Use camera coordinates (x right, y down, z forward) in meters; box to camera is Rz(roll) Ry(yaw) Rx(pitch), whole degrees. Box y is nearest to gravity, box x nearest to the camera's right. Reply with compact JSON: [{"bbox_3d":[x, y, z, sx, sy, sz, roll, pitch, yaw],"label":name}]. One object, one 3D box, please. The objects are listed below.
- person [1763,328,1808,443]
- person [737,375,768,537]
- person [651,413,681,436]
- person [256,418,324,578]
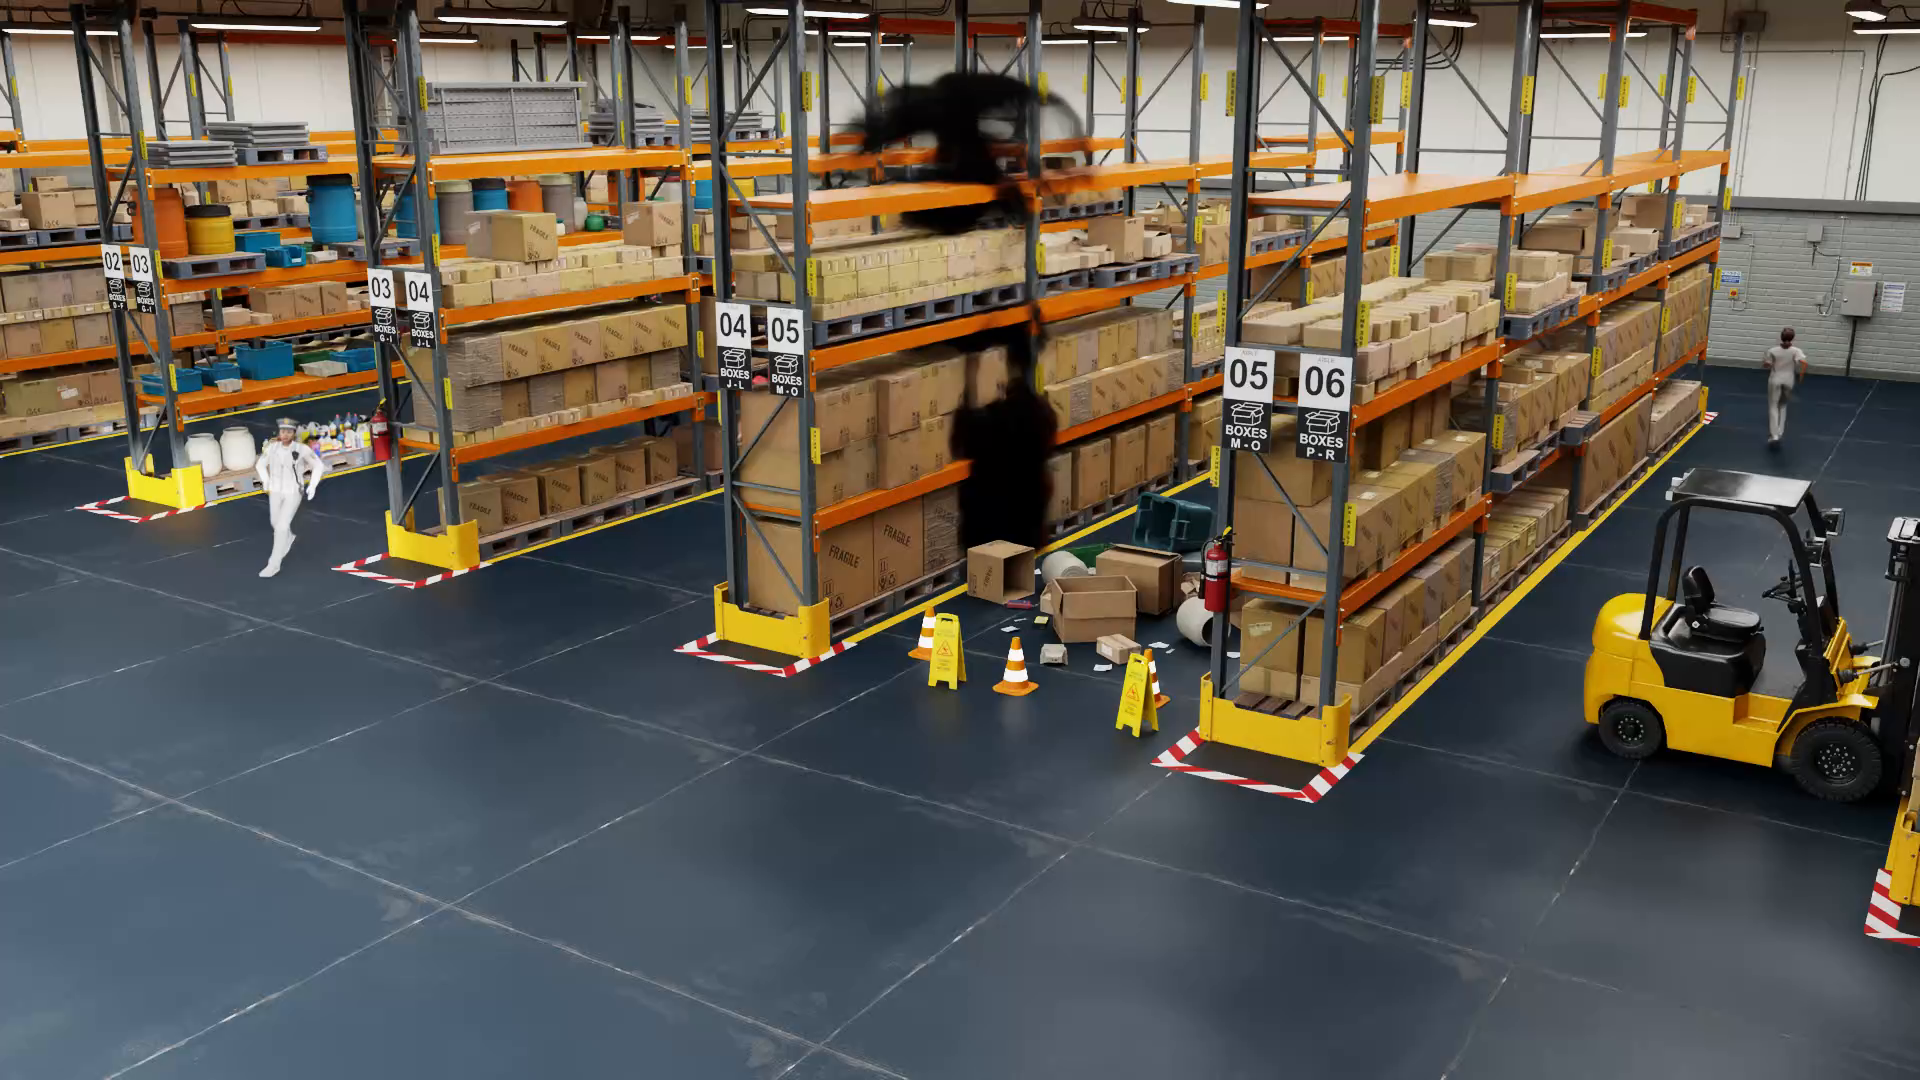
[{"bbox_3d":[11.846,-2.194,23.974,0.537,1.726,0.771,4,16,14],"label":"person"},{"bbox_3d":[-2.198,-0.924,18.192,0.663,1.761,0.710,5,16,19],"label":"person"},{"bbox_3d":[-4.357,-2.189,24.114,0.625,1.667,0.706,11,19,34],"label":"person"},{"bbox_3d":[-7.230,-0.506,17.901,0.672,1.657,0.918,1,16,3],"label":"person"}]
